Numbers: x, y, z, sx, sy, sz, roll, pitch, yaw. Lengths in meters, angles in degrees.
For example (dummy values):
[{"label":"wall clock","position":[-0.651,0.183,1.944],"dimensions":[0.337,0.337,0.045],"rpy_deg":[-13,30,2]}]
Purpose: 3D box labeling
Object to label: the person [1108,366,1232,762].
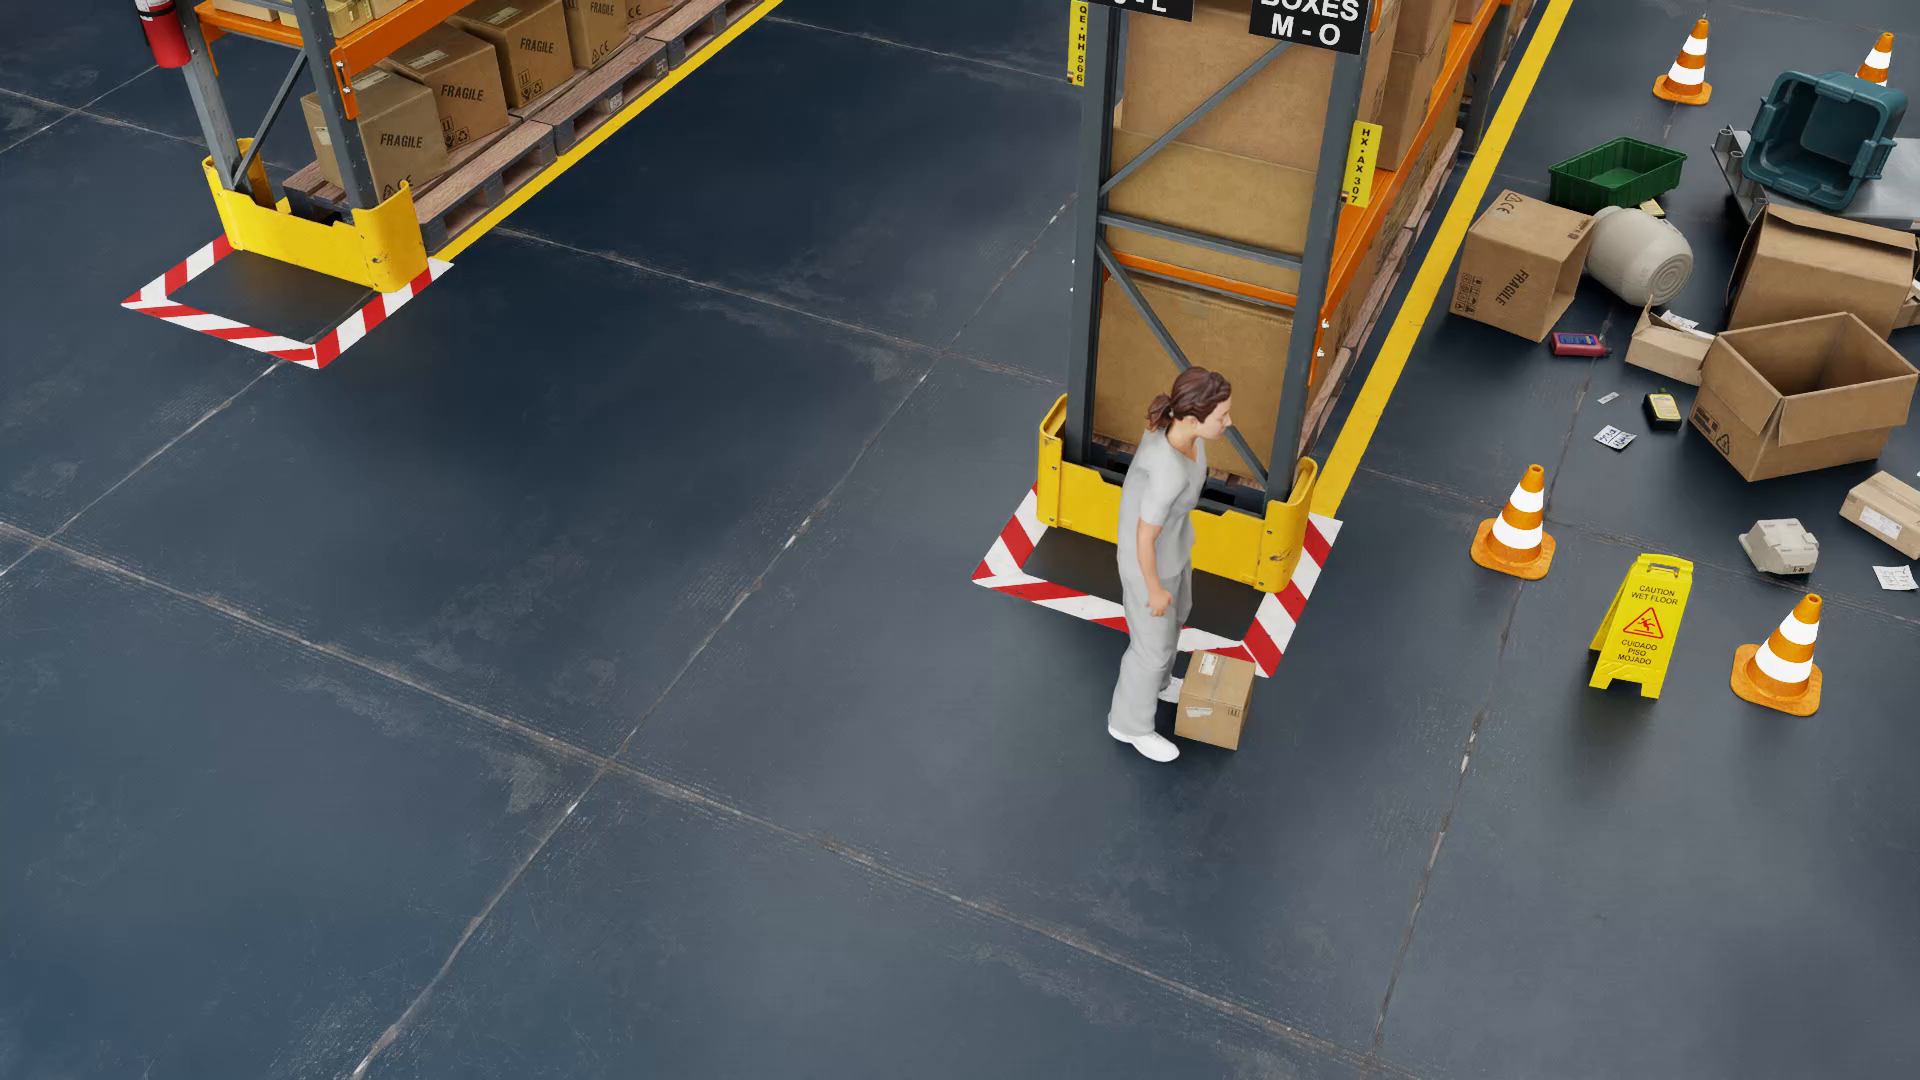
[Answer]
[{"label":"person","position":[0.753,0.064,6.091],"dimensions":[0.356,1.673,0.493],"rpy_deg":[14,44,15]}]
